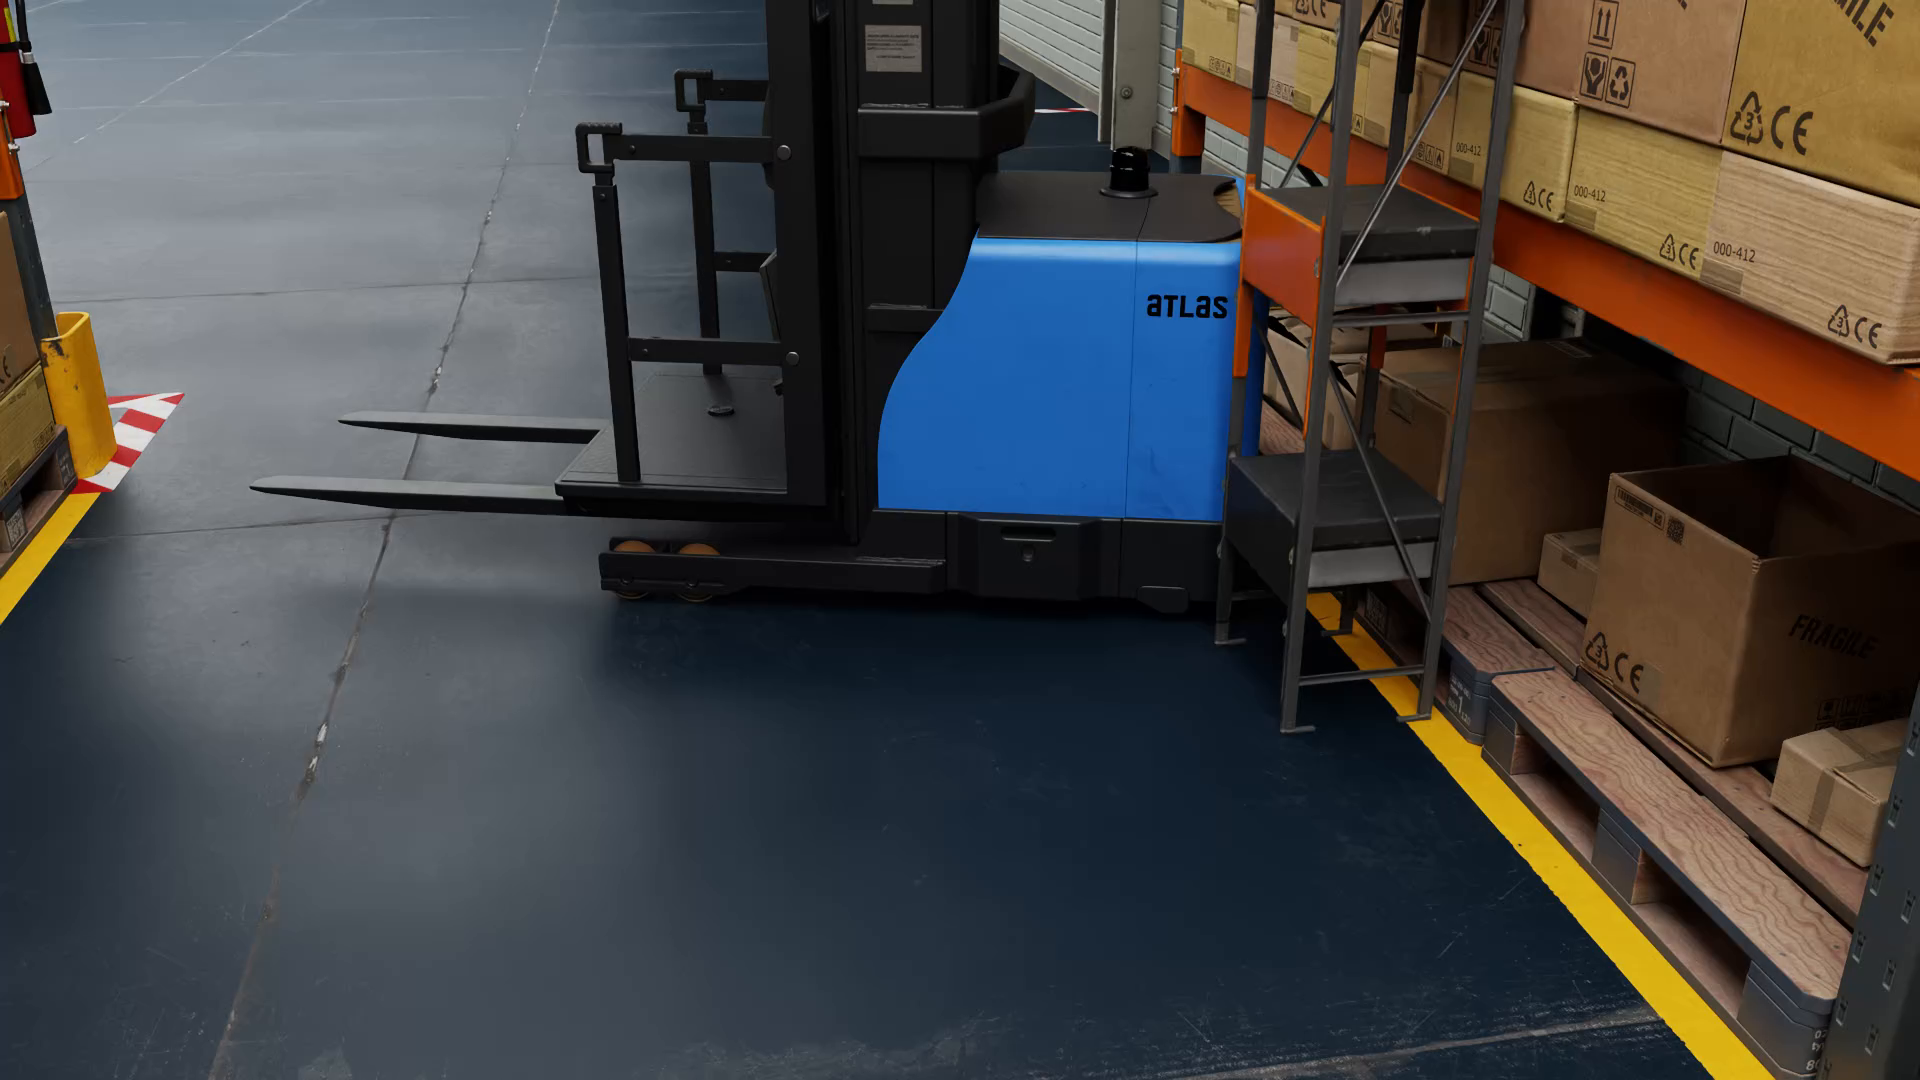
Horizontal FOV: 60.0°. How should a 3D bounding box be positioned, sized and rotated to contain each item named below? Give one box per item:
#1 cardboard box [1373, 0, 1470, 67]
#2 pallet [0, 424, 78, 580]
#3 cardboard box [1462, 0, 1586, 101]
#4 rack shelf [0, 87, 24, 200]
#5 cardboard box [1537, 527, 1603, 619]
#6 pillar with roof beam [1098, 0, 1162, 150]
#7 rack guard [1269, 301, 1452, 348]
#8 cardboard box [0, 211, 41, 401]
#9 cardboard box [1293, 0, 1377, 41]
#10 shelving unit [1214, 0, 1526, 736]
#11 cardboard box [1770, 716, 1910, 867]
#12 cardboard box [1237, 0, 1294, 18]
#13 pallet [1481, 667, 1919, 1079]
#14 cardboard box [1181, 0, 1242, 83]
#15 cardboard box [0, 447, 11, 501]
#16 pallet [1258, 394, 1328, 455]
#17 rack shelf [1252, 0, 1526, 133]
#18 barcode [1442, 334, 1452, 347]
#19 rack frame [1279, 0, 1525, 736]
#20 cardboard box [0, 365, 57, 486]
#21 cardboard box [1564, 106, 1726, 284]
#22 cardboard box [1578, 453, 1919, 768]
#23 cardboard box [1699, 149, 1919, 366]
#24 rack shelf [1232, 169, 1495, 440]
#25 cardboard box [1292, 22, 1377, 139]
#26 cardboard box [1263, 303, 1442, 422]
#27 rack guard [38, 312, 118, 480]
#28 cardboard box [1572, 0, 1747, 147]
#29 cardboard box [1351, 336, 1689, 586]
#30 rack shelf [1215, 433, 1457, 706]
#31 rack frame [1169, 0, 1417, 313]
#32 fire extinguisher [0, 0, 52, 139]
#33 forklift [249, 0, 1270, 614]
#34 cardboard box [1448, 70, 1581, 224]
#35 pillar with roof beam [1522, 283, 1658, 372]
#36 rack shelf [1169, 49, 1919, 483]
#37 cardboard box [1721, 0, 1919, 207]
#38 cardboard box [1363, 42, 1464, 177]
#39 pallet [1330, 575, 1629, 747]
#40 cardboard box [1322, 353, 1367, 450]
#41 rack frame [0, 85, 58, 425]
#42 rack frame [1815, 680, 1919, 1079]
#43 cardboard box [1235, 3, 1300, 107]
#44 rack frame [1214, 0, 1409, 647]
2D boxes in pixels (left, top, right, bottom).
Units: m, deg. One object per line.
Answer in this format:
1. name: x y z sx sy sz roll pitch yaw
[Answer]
1. cardboard box: 1.355 -1.442 4.030 0.500 0.500 0.500 -4 24 -8
2. pallet: -3.401 -0.025 5.044 1.003 0.211 1.213 -4 24 -10
3. cardboard box: 1.452 -1.238 3.561 0.500 0.500 0.500 -5 24 -11
4. rack shelf: -3.213 -0.485 3.511 1.077 0.370 4.000 -4 24 -10
5. cardboard box: 1.748 0.079 4.335 0.380 0.149 0.250 -6 24 -14
6. pillar with roof beam: -3.076 -6.548 9.000 9.100 9.000 0.400 -4 24 -10
7. rack guard: 1.298 -0.794 6.442 1.175 0.500 0.348 -4 24 -10
8. cardboard box: -3.192 -0.688 5.051 0.500 0.500 0.500 -4 24 -10
9. cardboard box: 1.248 -1.644 4.492 0.500 0.500 0.500 -5 24 -11
10. shelving unit: 0.946 -0.590 3.975 0.431 2.100 0.503 -5 24 -10
11. cardboard box: 1.896 0.493 3.364 0.380 0.166 0.250 -8 25 -17
12. cardboard box: 1.159 -1.848 4.959 0.500 0.500 0.500 -4 24 -10
13. pallet: 1.865 0.621 3.565 1.003 0.211 1.213 -4 24 -10
14. cardboard box: 1.063 -1.694 5.543 0.500 0.250 0.500 -5 24 -11
15. cardboard box: -3.089 -0.148 4.753 0.500 0.250 0.500 -4 24 -10
16. pallet: 1.414 -0.339 5.763 1.003 0.211 1.213 -4 24 -10
17. rack shelf: 0.946 -1.218 3.699 0.431 0.518 0.480 -5 24 -10
18. barcode: 1.720 -0.686 5.872 0.001 0.075 0.075 -4 24 -10
19. rack frame: 0.994 -0.493 3.756 0.400 2.100 0.015 -5 24 -10
20. cardboard box: -3.194 -0.344 5.201 0.500 0.250 0.500 -4 24 -10
21. cardboard box: 1.555 -0.697 3.260 0.500 0.250 0.500 -4 24 -10
22. cardboard box: 1.793 0.143 3.748 0.500 0.500 0.500 -6 24 -14
23. cardboard box: 1.639 -0.500 2.809 0.500 0.250 0.500 -4 24 -10
24. rack shelf: 0.946 -0.577 3.981 0.431 0.518 0.480 -5 24 -10
25. cardboard box: 1.261 -1.290 4.618 0.500 0.250 0.500 -5 24 -11
26. cardboard box: 1.324 -0.660 5.822 0.500 0.311 0.500 -7 25 -16
27. rack guard: -3.588 -0.465 5.690 1.175 0.500 0.348 -4 24 -10
28. cardboard box: 1.535 -1.039 3.106 0.500 0.500 0.500 -4 24 -10
29. cardboard box: 1.516 -0.230 4.602 0.700 0.500 0.500 -6 24 -13
30. rack shelf: 0.946 0.064 4.262 0.431 0.518 0.480 -5 24 -10
31. rack frame: 1.284 -1.969 6.011 1.000 3.000 0.127 -4 24 -10
32. fire extinguisher: -3.149 -1.646 5.368 0.296 0.674 0.183 -4 24 -10
33. forklift: -0.627 -1.370 4.724 3.031 2.935 1.130 2 24 5
34. cardboard box: 1.446 -0.893 3.710 0.500 0.250 0.500 -4 24 -10
35. pillar with roof beam: -1.967 -4.188 3.597 9.100 9.000 0.400 -4 24 -10
36. rack shelf: 1.654 -0.853 4.353 1.077 0.370 4.000 -4 24 -10
37. cardboard box: 1.633 -0.843 2.657 0.500 0.500 0.500 -4 24 -10
38. cardboard box: 1.352 -1.091 4.163 0.500 0.250 0.500 -4 24 -9
39. pallet: 1.636 0.140 4.666 1.003 0.211 1.213 -4 24 -10
40. cardboard box: 1.429 -0.435 5.309 0.500 0.311 0.500 -2 24 -5
41. rack frame: -3.583 -1.601 5.168 1.000 3.000 0.127 -4 24 -10
42. rack frame: 2.021 -0.395 2.408 0.949 2.616 0.053 -4 24 -10
43. cardboard box: 1.173 -1.491 5.078 0.500 0.250 0.500 -5 24 -11
44. rack frame: 0.898 -0.686 4.194 0.400 2.100 0.015 -5 24 -10
